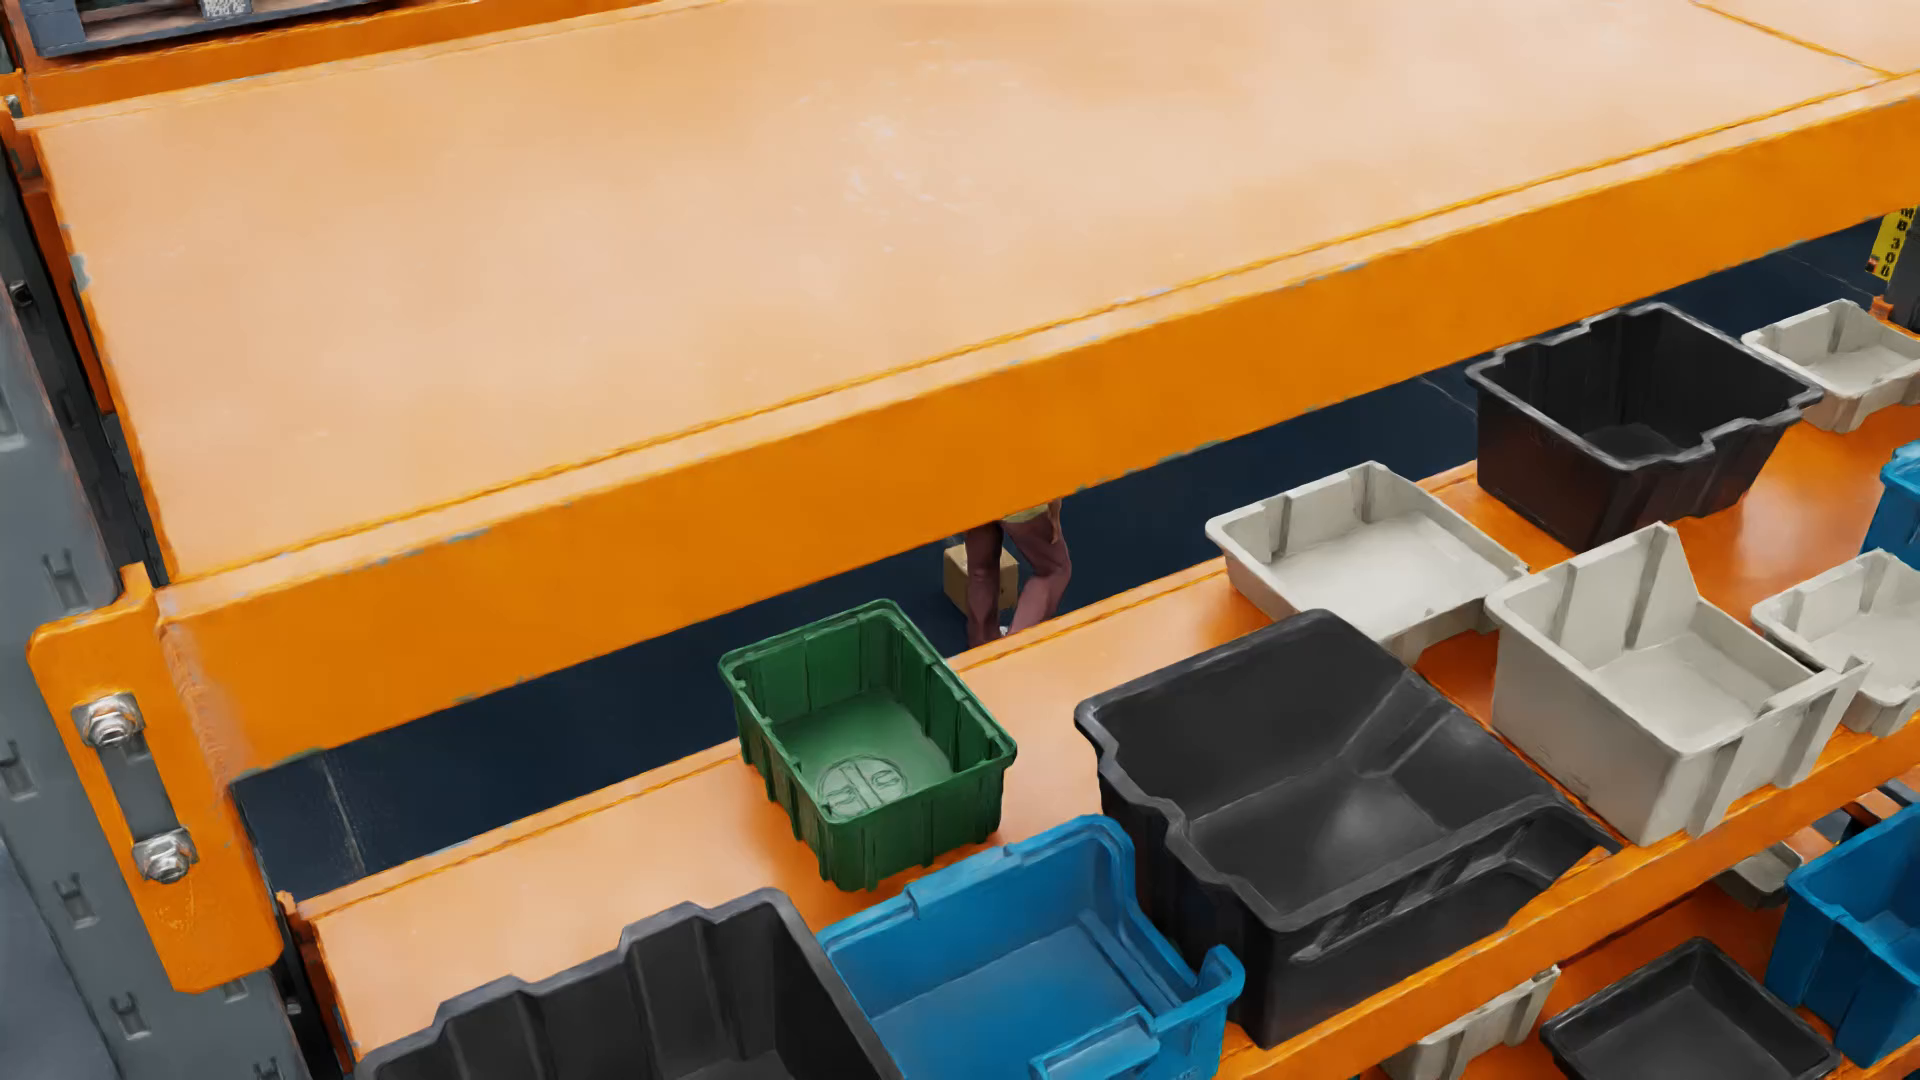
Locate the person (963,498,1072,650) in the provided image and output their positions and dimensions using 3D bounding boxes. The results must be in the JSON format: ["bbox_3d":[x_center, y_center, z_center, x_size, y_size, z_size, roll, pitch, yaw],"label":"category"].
[{"bbox_3d":[0.212,-0.120,6.796,0.525,1.672,0.389,13,39,17],"label":"person"}]
